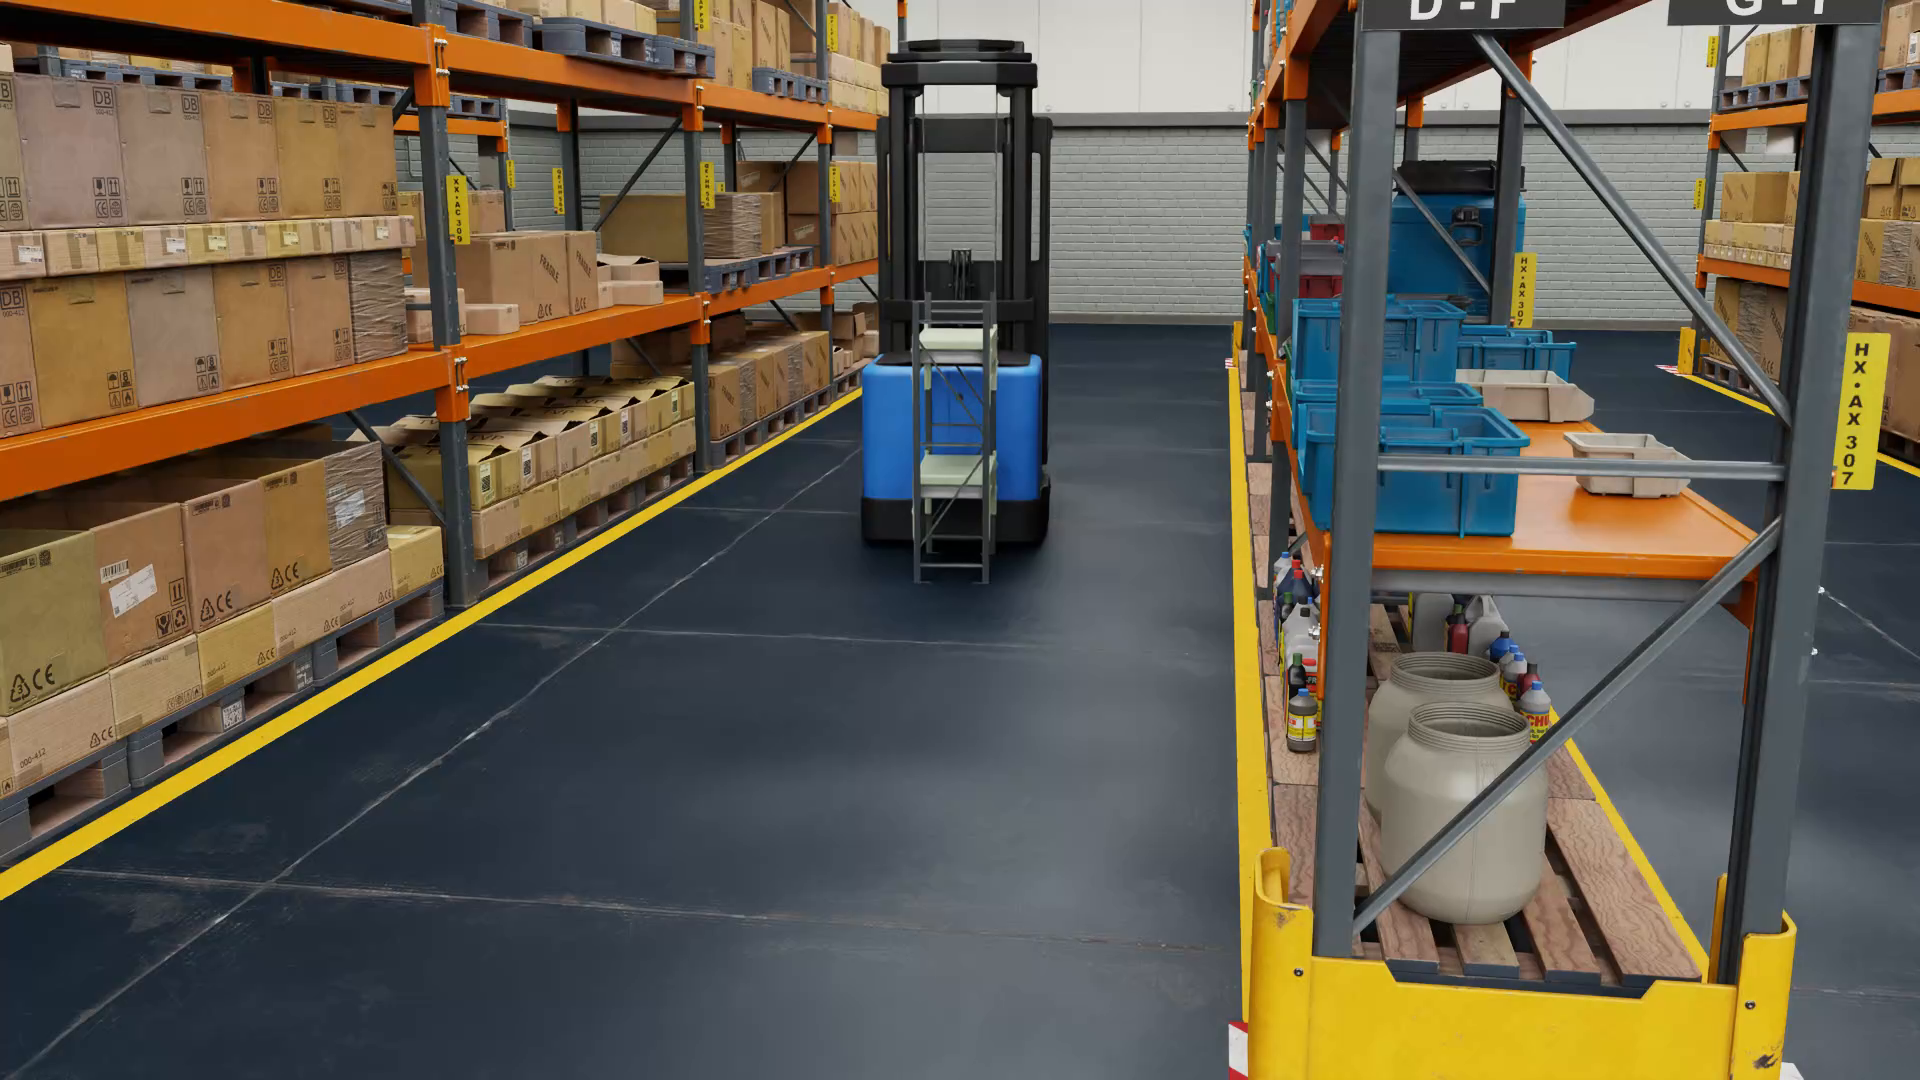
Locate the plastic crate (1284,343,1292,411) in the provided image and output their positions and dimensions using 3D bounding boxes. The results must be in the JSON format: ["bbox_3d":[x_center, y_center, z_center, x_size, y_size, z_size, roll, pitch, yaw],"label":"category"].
[{"bbox_3d":[1.443,-0.605,6.185,0.450,0.188,0.662,2,12,9],"label":"plastic crate"}]

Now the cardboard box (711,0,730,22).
[{"bbox_3d":[-2.117,-4.283,13.017,0.500,0.500,0.500,2,12,9],"label":"cardboard box"}]

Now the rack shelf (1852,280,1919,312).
[{"bbox_3d":[7.748,-1.719,12.558,1.077,0.370,4.000,2,12,9],"label":"rack shelf"}]

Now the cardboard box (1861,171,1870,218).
[{"bbox_3d":[7.862,-3.030,14.804,0.500,0.500,0.500,2,12,10],"label":"cardboard box"}]

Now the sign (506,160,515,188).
[{"bbox_3d":[-5.478,-4.463,20.270,0.100,0.325,0.005,2,12,9],"label":"sign"}]

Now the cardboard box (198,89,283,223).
[{"bbox_3d":[-3.179,-1.525,6.631,0.700,0.500,0.500,2,12,9],"label":"cardboard box"}]

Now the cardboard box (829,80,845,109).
[{"bbox_3d":[-1.413,-4.295,16.039,0.500,0.250,0.500,2,12,9],"label":"cardboard box"}]

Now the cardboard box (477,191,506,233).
[{"bbox_3d":[-6.081,-3.841,19.986,0.980,0.700,0.700,2,12,11],"label":"cardboard box"}]

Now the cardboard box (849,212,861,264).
[{"bbox_3d":[-1.309,-3.062,16.843,0.500,0.500,0.500,2,12,10],"label":"cardboard box"}]

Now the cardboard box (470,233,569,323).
[{"bbox_3d":[-2.670,-1.566,9.901,0.500,0.500,0.500,2,12,9],"label":"cardboard box"}]

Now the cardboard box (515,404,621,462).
[{"bbox_3d":[-2.418,-0.677,10.213,0.500,0.311,0.500,2,12,10],"label":"cardboard box"}]

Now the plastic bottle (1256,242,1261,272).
[{"bbox_3d":[2.663,-2.500,14.752,0.061,0.283,0.133,2,12,9],"label":"plastic bottle"}]

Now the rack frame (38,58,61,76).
[{"bbox_3d":[-7.243,-2.136,12.784,1.000,3.000,0.127,2,12,9],"label":"rack frame"}]

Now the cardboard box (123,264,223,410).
[{"bbox_3d":[-3.258,-0.779,6.250,0.700,0.500,0.500,2,12,10],"label":"cardboard box"}]

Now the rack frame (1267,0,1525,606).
[{"bbox_3d":[1.931,-0.982,7.431,1.000,3.000,0.127,2,12,9],"label":"rack frame"}]

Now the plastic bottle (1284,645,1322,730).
[{"bbox_3d":[1.231,0.519,5.887,0.152,0.276,0.135,2,12,9],"label":"plastic bottle"}]

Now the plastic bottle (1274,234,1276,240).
[{"bbox_3d":[2.781,-2.552,14.834,0.144,0.351,0.185,2,12,9],"label":"plastic bottle"}]

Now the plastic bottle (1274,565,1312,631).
[{"bbox_3d":[1.426,0.254,7.114,0.152,0.276,0.135,2,12,11],"label":"plastic bottle"}]

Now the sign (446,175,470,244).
[{"bbox_3d":[-2.414,-1.588,7.998,0.100,0.325,0.005,2,12,9],"label":"sign"}]

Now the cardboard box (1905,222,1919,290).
[{"bbox_3d":[7.510,-2.132,12.528,0.500,0.500,0.500,2,12,10],"label":"cardboard box"}]

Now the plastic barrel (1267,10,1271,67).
[{"bbox_3d":[2.196,-3.281,10.713,0.421,0.512,0.421,0,12,0],"label":"plastic barrel"}]

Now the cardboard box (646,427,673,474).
[{"bbox_3d":[-2.263,-0.613,11.245,0.500,0.250,0.500,2,12,8],"label":"cardboard box"}]

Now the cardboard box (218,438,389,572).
[{"bbox_3d":[-2.907,-0.164,7.384,0.500,0.500,0.500,2,12,9],"label":"cardboard box"}]

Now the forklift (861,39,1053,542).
[{"bbox_3d":[0.041,-1.676,10.814,1.130,2.935,3.031,1,12,4],"label":"forklift"}]

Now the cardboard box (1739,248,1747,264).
[{"bbox_3d":[8.095,-2.866,16.769,0.380,0.149,0.250,2,12,8],"label":"cardboard box"}]

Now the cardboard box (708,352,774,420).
[{"bbox_3d":[-1.838,-1.268,13.647,0.500,0.500,0.500,2,12,8],"label":"cardboard box"}]

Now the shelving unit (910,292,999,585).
[{"bbox_3d":[-0.021,-0.574,9.095,0.431,1.500,0.755,1,12,4],"label":"shelving unit"}]

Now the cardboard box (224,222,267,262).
[{"bbox_3d":[-2.990,-1.182,6.580,0.380,0.149,0.250,2,12,10],"label":"cardboard box"}]

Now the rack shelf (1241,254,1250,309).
[{"bbox_3d":[3.469,-2.712,17.166,1.077,0.370,4.000,2,12,9],"label":"rack shelf"}]

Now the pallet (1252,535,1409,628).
[{"bbox_3d":[2.014,0.216,8.489,1.003,0.211,1.213,2,12,9],"label":"pallet"}]

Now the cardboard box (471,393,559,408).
[{"bbox_3d":[-2.871,-0.796,10.767,0.500,0.311,0.500,2,12,7],"label":"cardboard box"}]

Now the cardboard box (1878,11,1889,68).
[{"bbox_3d":[8.116,-4.421,14.798,0.700,0.500,0.500,1,12,5],"label":"cardboard box"}]

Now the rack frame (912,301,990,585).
[{"bbox_3d":[-0.046,-0.497,8.738,0.400,1.500,0.023,1,12,4],"label":"rack frame"}]

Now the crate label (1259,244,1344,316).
[{"bbox_3d":[2.126,-1.634,10.372,0.502,0.435,0.616,2,12,9],"label":"crate label"}]

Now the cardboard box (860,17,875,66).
[{"bbox_3d":[-1.312,-5.329,17.871,0.700,0.500,0.500,2,12,9],"label":"cardboard box"}]

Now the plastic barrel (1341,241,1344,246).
[{"bbox_3d":[2.774,-1.775,10.787,0.600,0.536,0.708,2,12,9],"label":"plastic barrel"}]

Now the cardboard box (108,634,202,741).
[{"bbox_3d":[-3.125,0.515,6.012,0.500,0.250,0.500,2,12,9],"label":"cardboard box"}]

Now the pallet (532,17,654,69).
[{"bbox_3d":[-2.533,-2.973,9.998,1.003,0.211,1.213,2,12,11],"label":"pallet"}]

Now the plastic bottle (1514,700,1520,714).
[{"bbox_3d":[1.919,0.614,5.620,0.097,0.201,0.097,0,12,0],"label":"plastic bottle"}]

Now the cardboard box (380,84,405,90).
[{"bbox_3d":[-6.168,-4.857,17.411,0.500,0.250,0.500,2,12,7],"label":"cardboard box"}]

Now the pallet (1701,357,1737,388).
[{"bbox_3d":[8.625,-1.788,17.787,1.003,0.211,1.213,2,12,9],"label":"pallet"}]

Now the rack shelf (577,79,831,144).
[{"bbox_3d":[-2.040,-3.507,13.735,1.077,0.370,4.000,2,12,9],"label":"rack shelf"}]

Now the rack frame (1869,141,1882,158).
[{"bbox_3d":[8.055,-2.487,14.414,1.000,3.000,0.127,2,12,9],"label":"rack frame"}]

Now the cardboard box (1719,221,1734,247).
[{"bbox_3d":[8.257,-3.192,17.336,0.500,0.250,0.500,2,12,8],"label":"cardboard box"}]

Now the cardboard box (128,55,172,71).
[{"bbox_3d":[-7.098,-4.196,13.941,0.700,0.500,0.500,3,12,12],"label":"cardboard box"}]

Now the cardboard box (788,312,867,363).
[{"bbox_3d":[-1.449,-2.195,17.939,0.797,0.503,0.637,2,12,9],"label":"cardboard box"}]

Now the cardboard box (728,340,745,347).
[{"bbox_3d":[-2.203,-1.494,14.695,0.500,0.500,0.500,2,12,9],"label":"cardboard box"}]

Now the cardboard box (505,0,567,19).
[{"bbox_3d":[-2.608,-3.138,9.673,0.500,0.250,0.500,1,12,4],"label":"cardboard box"}]

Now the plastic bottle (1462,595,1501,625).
[{"bbox_3d":[2.038,0.348,6.501,0.144,0.351,0.185,2,12,8],"label":"plastic bottle"}]

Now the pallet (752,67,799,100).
[{"bbox_3d":[-2.059,-3.834,13.989,1.213,0.211,1.003,2,12,9],"label":"pallet"}]

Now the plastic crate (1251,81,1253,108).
[{"bbox_3d":[3.131,-4.437,16.624,0.437,0.282,0.530,2,12,9],"label":"plastic crate"}]

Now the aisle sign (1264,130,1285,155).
[{"bbox_3d":[3.494,-4.776,18.863,0.394,0.787,0.004,2,12,9],"label":"aisle sign"}]

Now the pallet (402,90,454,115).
[{"bbox_3d":[-6.302,-4.815,18.305,1.003,0.211,1.213,2,12,9],"label":"pallet"}]

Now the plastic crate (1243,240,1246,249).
[{"bbox_3d":[3.282,-3.276,18.557,0.250,0.136,0.298,2,12,9],"label":"plastic crate"}]

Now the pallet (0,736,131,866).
[{"bbox_3d":[-3.502,0.892,5.355,1.003,0.211,1.213,2,12,9],"label":"pallet"}]

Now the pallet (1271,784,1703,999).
[{"bbox_3d":[1.411,1.027,4.726,1.003,0.211,1.213,2,12,9],"label":"pallet"}]
